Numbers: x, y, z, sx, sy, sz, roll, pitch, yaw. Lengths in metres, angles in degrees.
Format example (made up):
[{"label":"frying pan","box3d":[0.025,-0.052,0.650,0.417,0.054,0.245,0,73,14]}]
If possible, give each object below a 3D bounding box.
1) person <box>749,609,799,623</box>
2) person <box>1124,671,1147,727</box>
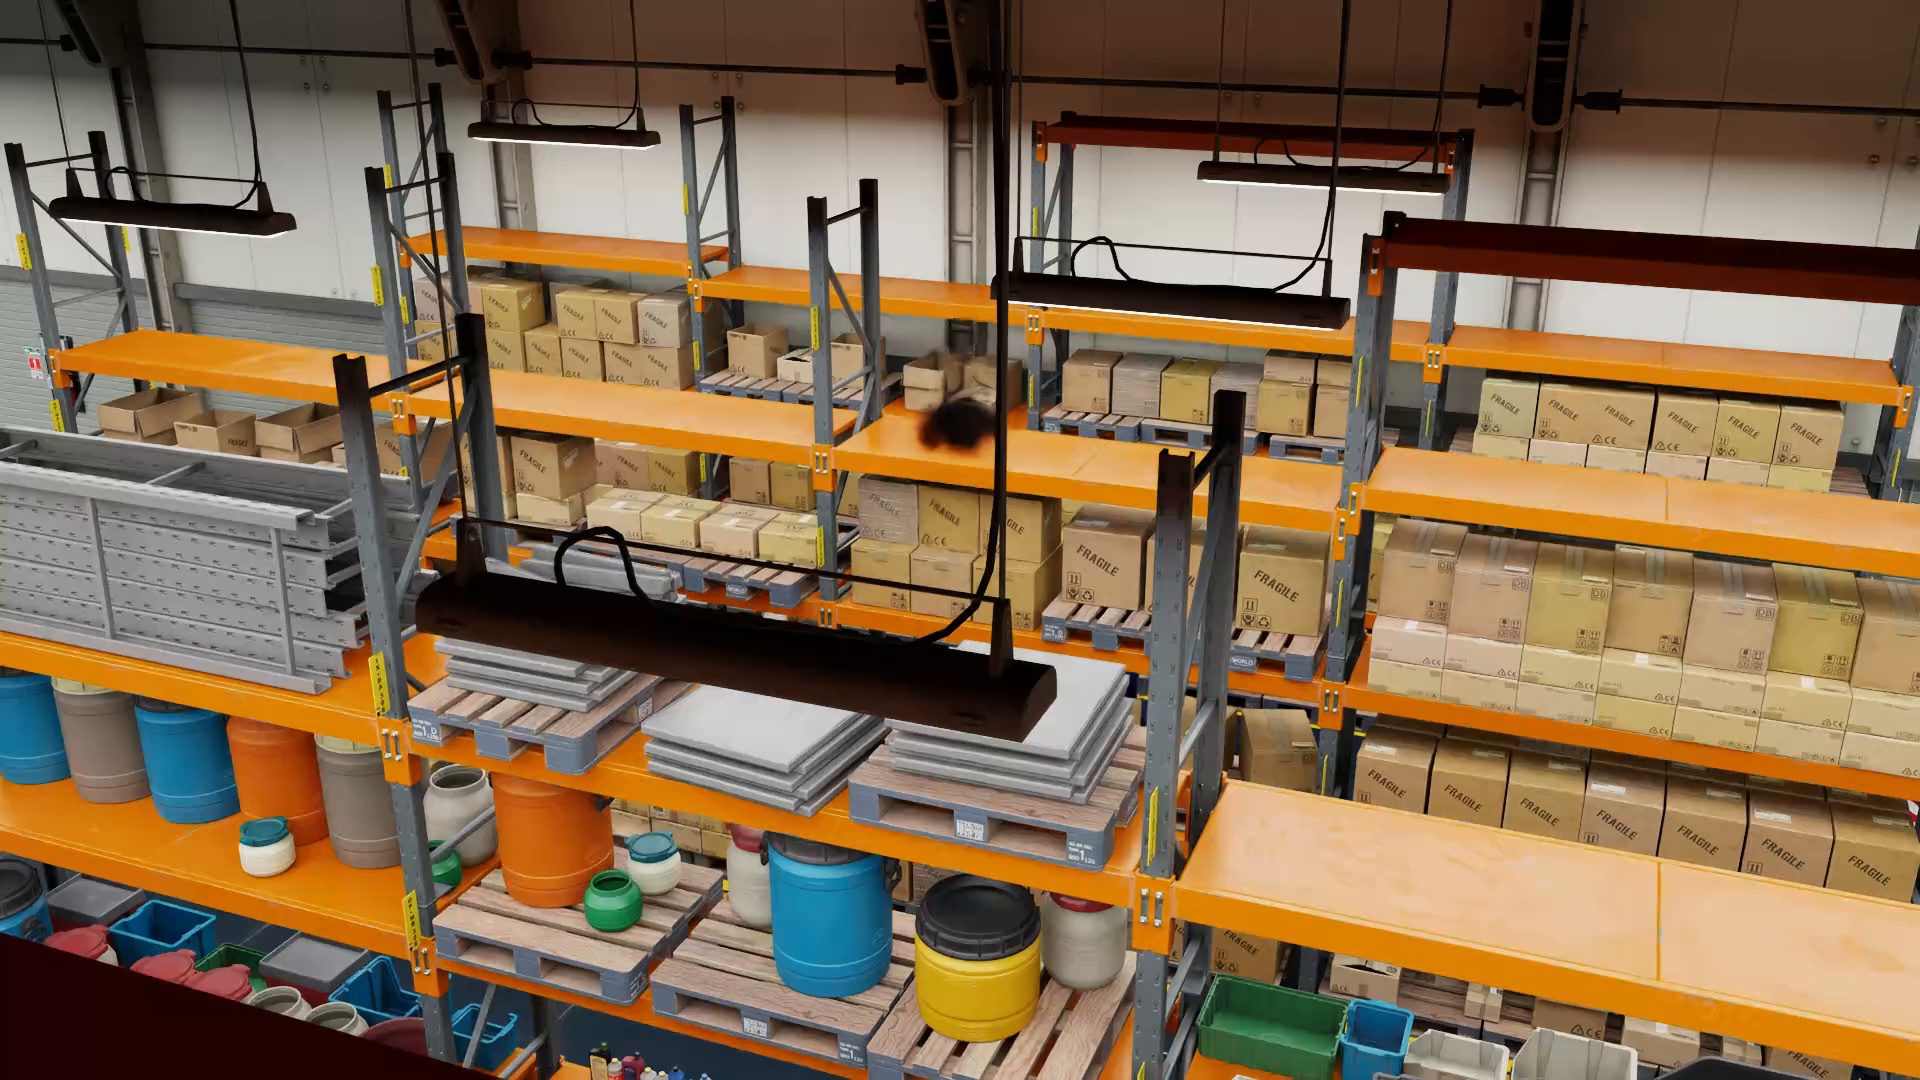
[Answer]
[{"label":"person","box3d":[-1.960,0.803,17.922,0.888,1.815,0.622,-3,21,-7]},{"label":"person","box3d":[1.635,1.300,16.723,0.763,1.656,0.555,6,22,16]}]
